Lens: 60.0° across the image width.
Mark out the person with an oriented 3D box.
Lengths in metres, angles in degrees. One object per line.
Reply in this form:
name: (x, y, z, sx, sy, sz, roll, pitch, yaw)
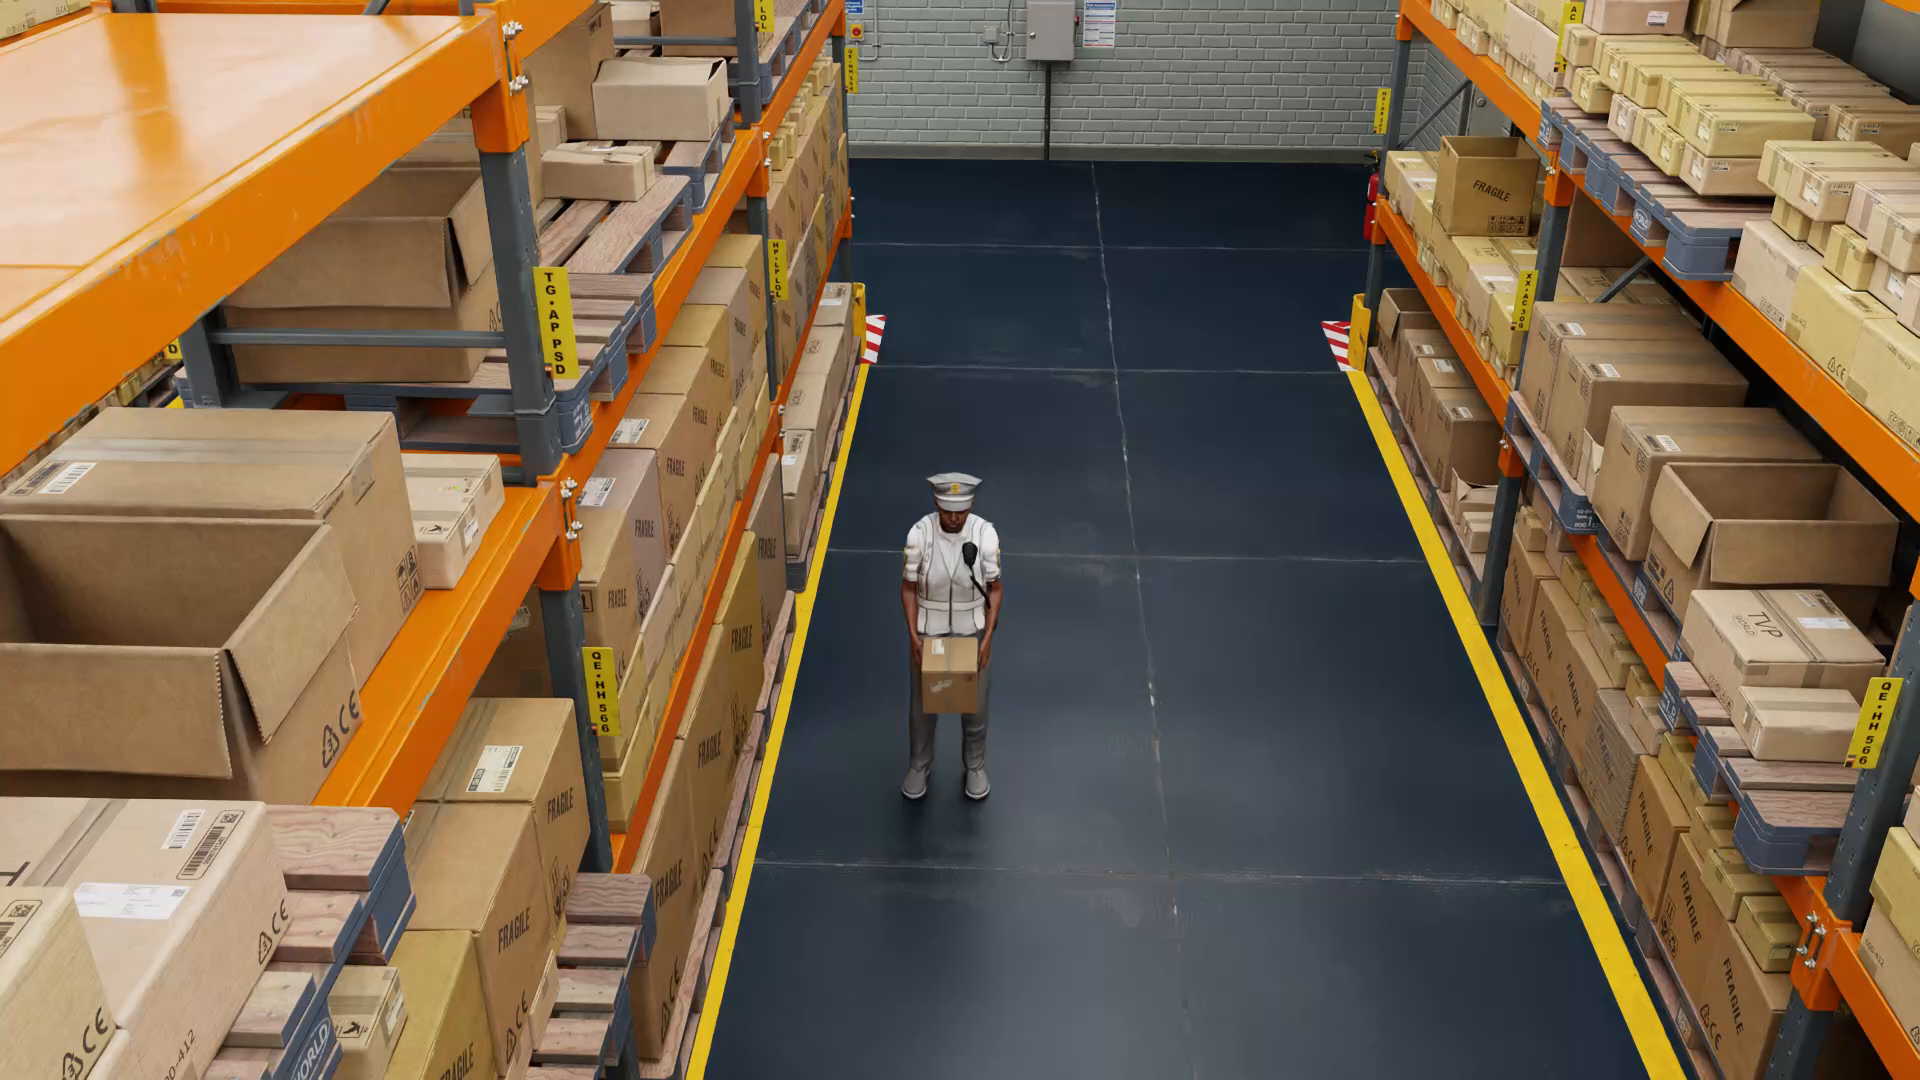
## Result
person: (-0.044, 0.438, 7.790, 0.492, 1.672, 0.370, 0, 28, 1)
